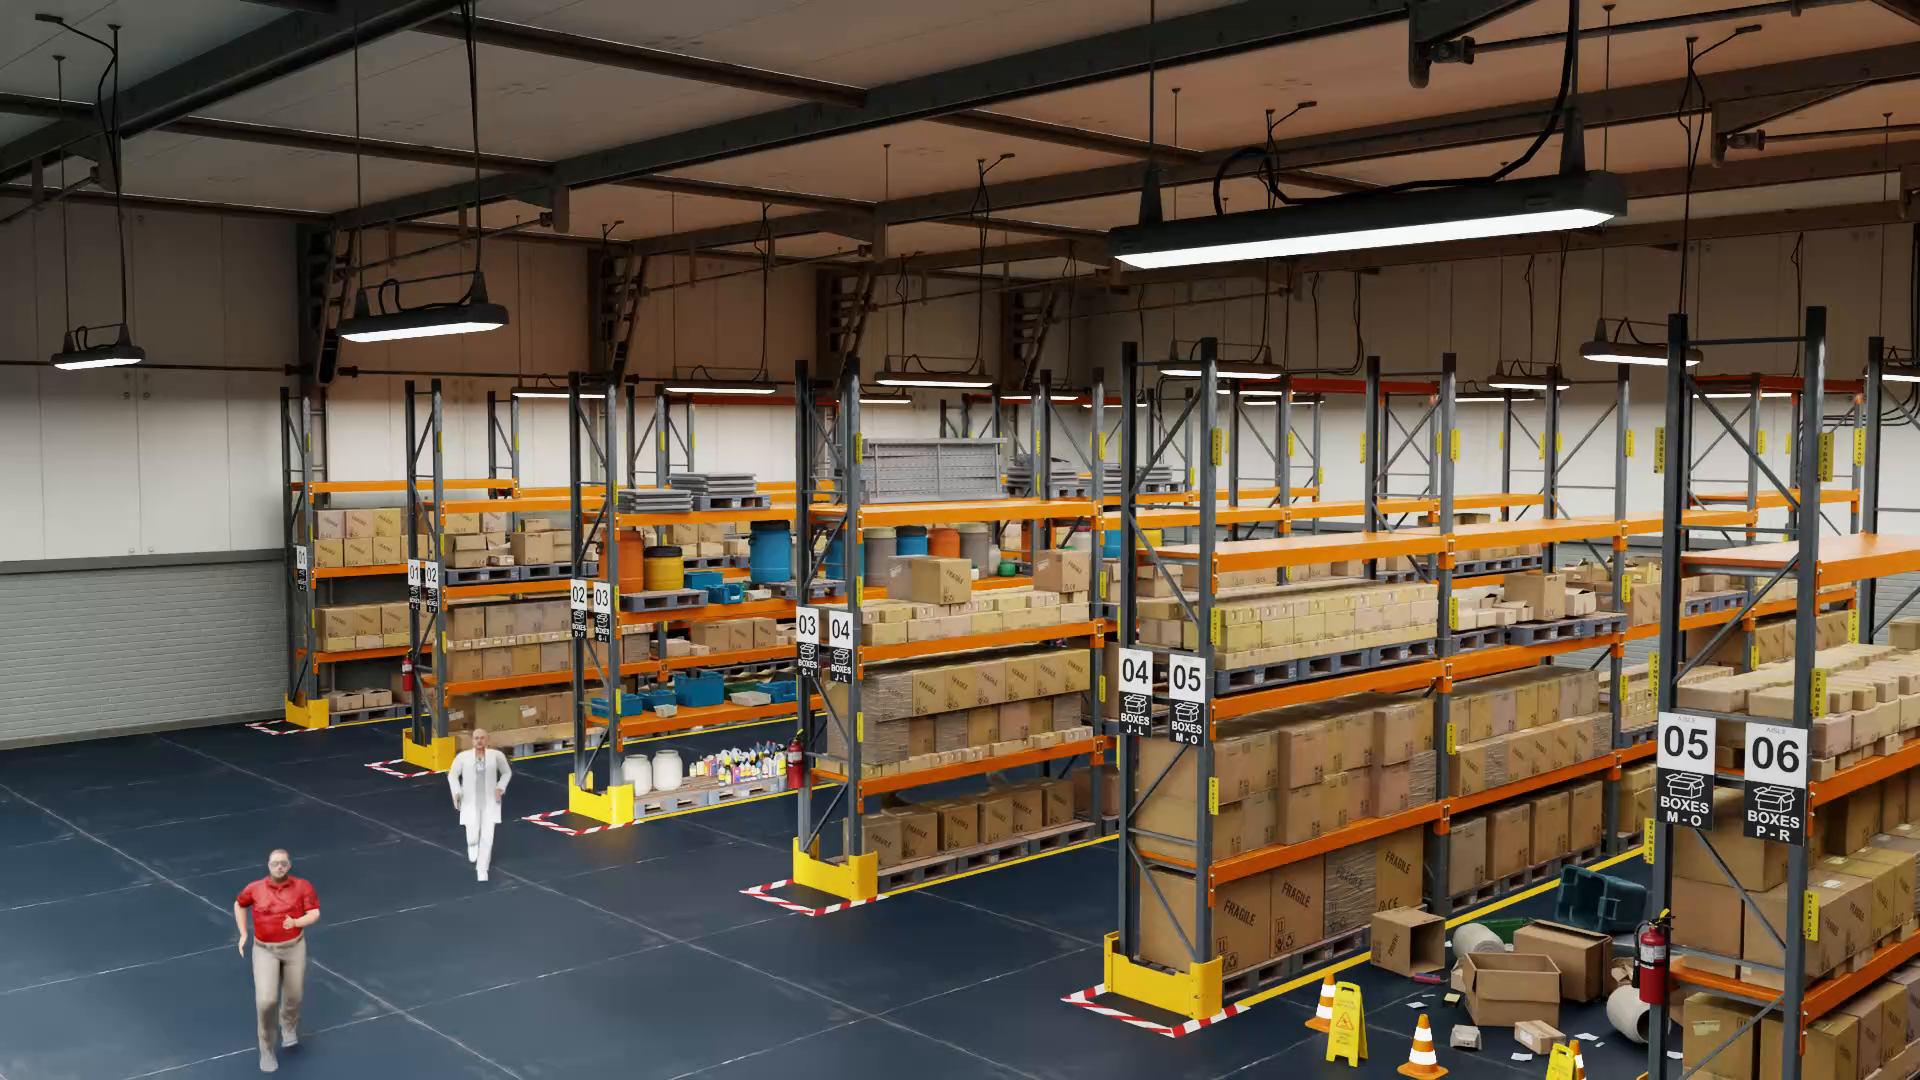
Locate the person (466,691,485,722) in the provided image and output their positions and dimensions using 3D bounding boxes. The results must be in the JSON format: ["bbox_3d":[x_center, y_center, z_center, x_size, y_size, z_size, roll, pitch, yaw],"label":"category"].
[{"bbox_3d":[-8.165,2.537,28.045,0.579,1.644,0.924,3,5,37],"label":"person"}]

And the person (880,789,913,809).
[{"bbox_3d":[-0.869,2.929,21.350,0.630,1.743,0.716,-3,5,-43],"label":"person"}]

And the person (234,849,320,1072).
[{"bbox_3d":[-5.600,3.440,13.689,0.631,1.798,0.768,-2,4,-27],"label":"person"}]

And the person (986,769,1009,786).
[{"bbox_3d":[0.467,2.878,22.945,0.603,1.628,0.573,3,5,43],"label":"person"}]

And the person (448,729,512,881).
[{"bbox_3d":[-5.597,3.064,19.424,0.720,1.739,0.673,-1,4,-17],"label":"person"}]
